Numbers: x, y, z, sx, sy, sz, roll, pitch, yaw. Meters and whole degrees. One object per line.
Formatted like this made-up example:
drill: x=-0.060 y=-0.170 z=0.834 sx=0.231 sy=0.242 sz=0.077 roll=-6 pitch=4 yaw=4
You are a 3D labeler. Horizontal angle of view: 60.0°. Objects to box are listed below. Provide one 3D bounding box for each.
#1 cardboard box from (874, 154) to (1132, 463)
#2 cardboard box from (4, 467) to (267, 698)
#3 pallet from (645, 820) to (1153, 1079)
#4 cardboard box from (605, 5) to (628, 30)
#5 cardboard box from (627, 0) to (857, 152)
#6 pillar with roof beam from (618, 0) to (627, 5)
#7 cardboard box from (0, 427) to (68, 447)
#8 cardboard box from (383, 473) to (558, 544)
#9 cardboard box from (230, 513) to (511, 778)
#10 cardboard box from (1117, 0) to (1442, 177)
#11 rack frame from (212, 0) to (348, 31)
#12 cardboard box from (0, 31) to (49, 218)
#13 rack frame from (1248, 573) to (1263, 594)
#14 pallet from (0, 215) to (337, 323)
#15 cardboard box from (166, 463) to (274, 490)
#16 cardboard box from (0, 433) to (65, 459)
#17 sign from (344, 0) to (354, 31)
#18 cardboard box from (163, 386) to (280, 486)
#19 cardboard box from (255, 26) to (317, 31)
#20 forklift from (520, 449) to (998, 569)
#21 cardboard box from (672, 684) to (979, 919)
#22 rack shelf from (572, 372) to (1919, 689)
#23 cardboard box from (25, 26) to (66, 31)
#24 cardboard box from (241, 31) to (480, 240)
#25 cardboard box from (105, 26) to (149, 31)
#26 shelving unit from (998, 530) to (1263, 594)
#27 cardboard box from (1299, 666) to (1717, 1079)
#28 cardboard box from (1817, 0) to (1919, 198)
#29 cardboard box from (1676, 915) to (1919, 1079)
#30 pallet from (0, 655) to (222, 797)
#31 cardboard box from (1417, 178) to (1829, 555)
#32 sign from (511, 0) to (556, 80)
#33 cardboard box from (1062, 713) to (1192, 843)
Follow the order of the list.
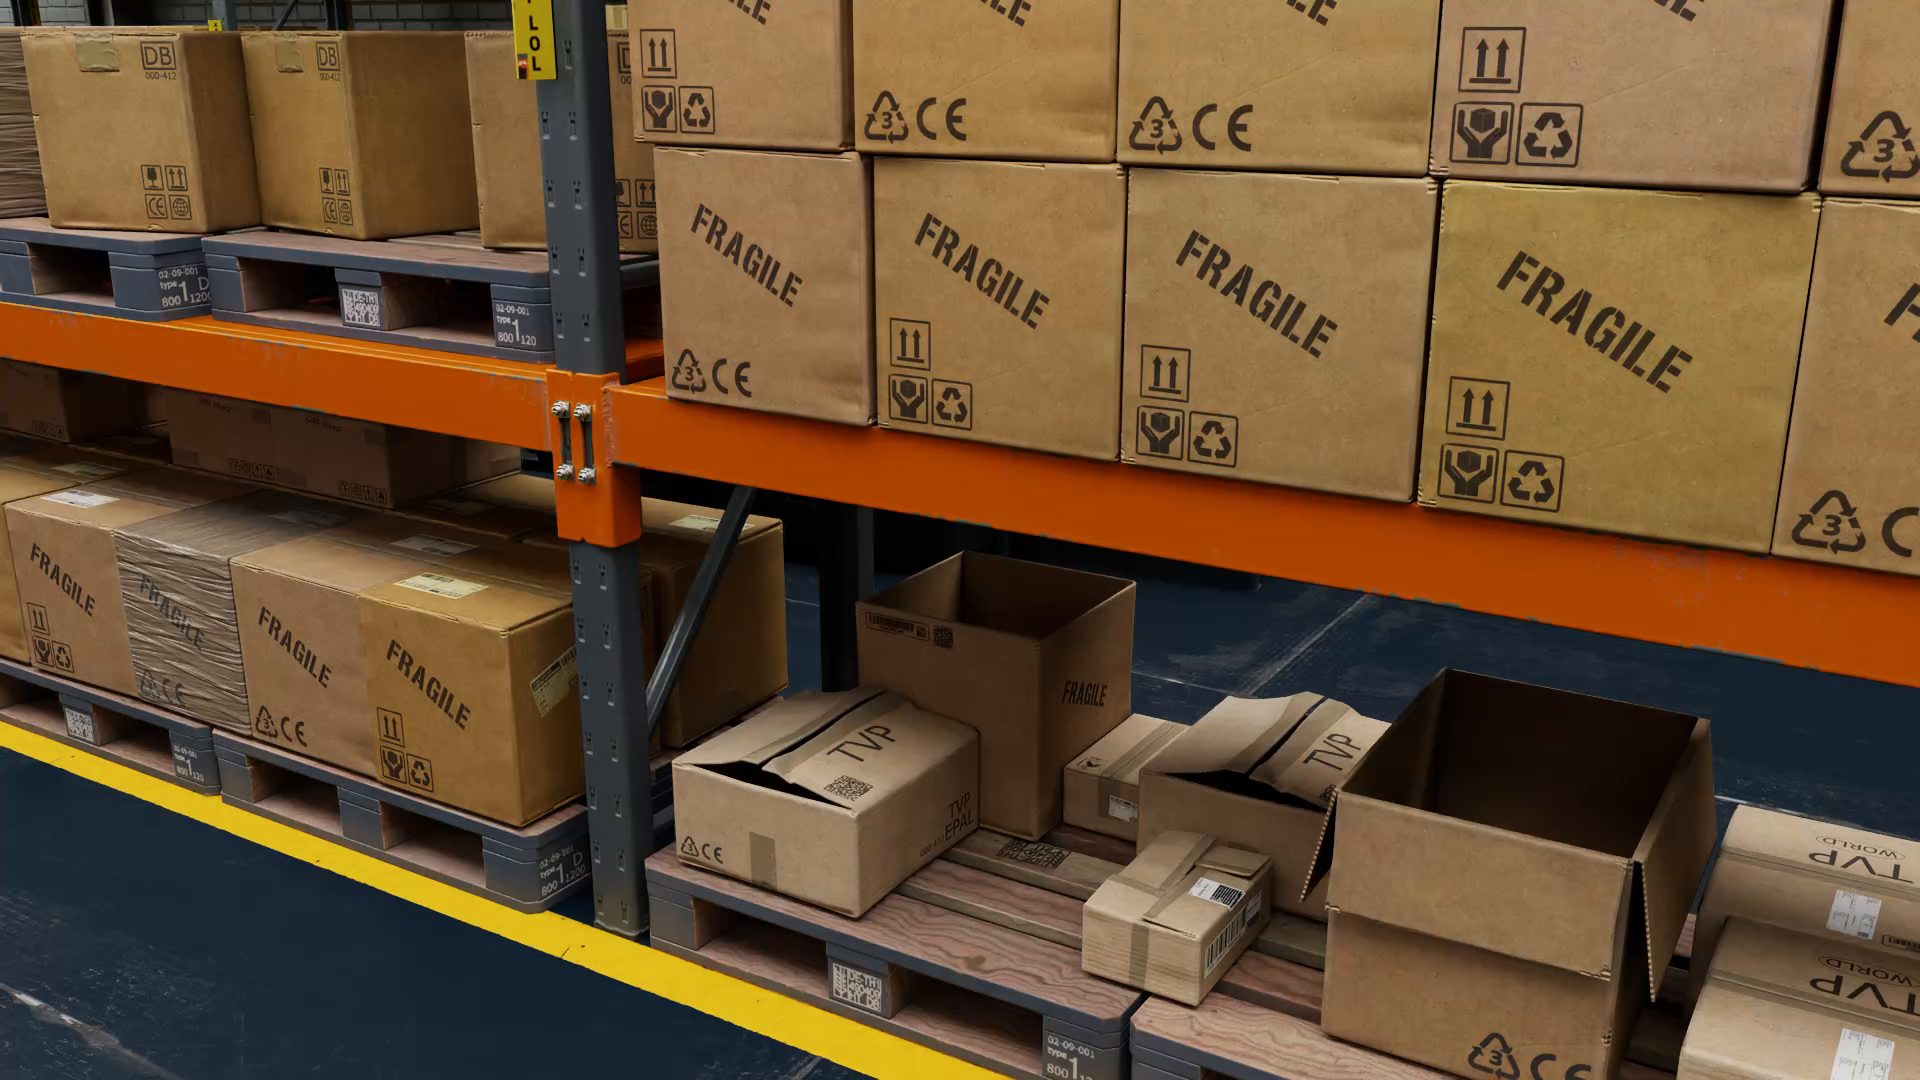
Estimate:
cardboard box: x=0.188 y=-0.468 z=3.089 sx=0.500 sy=0.500 sz=0.500 roll=11 pitch=20 yaw=31
cardboard box: x=-2.390 y=0.109 z=4.906 sx=0.500 sy=0.500 sz=0.500 roll=9 pitch=19 yaw=28
pallet: x=0.043 y=0.797 z=3.895 sx=1.213 sy=0.211 sz=1.003 roll=10 pitch=20 yaw=30
cardboard box: x=-1.952 y=-3.137 z=10.003 sx=0.250 sy=0.149 sz=0.380 roll=7 pitch=18 yaw=21
cardboard box: x=-0.287 y=-1.027 z=3.209 sx=0.500 sy=0.500 sz=0.500 roll=11 pitch=20 yaw=31
pillar with roof beam: x=-4.269 y=-4.694 z=6.853 sx=0.400 sy=9.000 sz=9.100 roll=10 pitch=20 yaw=30
cardboard box: x=-3.030 y=-0.181 z=5.860 sx=0.500 sy=0.500 sz=0.500 roll=11 pitch=20 yaw=32
cardboard box: x=-1.287 y=0.131 z=4.833 sx=0.500 sy=0.500 sz=0.500 roll=10 pitch=20 yaw=31
cardboard box: x=-1.529 y=0.262 z=4.402 sx=0.500 sy=0.500 sz=0.500 roll=10 pitch=20 yaw=30
cardboard box: x=0.590 y=-0.870 z=2.694 sx=0.500 sy=0.500 sz=0.500 roll=9 pitch=19 yaw=28
rack frame: x=-4.769 y=-3.087 z=11.881 sx=0.127 sy=3.000 sz=1.000 roll=10 pitch=20 yaw=30
cardboard box: x=-2.675 y=-1.245 z=4.925 sx=0.500 sy=0.500 sz=0.700 roll=15 pitch=22 yaw=40
rack frame: x=1.194 y=-0.405 z=6.279 sx=0.032 sy=1.125 sz=0.500 roll=7 pitch=18 yaw=23
pallet: x=-2.290 y=-0.864 z=4.895 sx=1.213 sy=0.211 sz=1.003 roll=10 pitch=20 yaw=30
cardboard box: x=-2.139 y=-0.024 z=5.343 sx=0.500 sy=0.500 sz=0.500 roll=9 pitch=19 yaw=28
cardboard box: x=-3.263 y=-0.047 z=5.418 sx=0.500 sy=0.500 sz=0.500 roll=9 pitch=19 yaw=28
sign: x=-4.482 y=-3.779 z=12.167 sx=0.005 sy=0.325 sz=0.100 roll=10 pitch=20 yaw=30
cardboard box: x=-2.106 y=-0.378 z=5.217 sx=0.500 sy=0.250 sz=0.500 roll=10 pitch=19 yaw=29
cardboard box: x=-5.060 y=-3.506 z=12.197 sx=0.500 sy=0.500 sz=0.500 roll=10 pitch=19 yaw=29
forklift: x=-1.173 y=-1.555 z=6.956 sx=3.031 sy=2.935 sz=1.130 roll=7 pitch=18 yaw=23
cardboard box: x=-0.297 y=0.551 z=3.775 sx=0.500 sy=0.311 sz=0.500 roll=10 pitch=20 yaw=30
rack shelf: x=1.163 y=0.006 z=2.938 sx=4.000 sy=0.370 sz=1.077 roll=10 pitch=20 yaw=30
cardboard box: x=-6.629 y=-3.611 z=12.542 sx=0.500 sy=0.500 sz=0.500 roll=11 pitch=20 yaw=32
cardboard box: x=-1.447 y=-1.107 z=4.471 sx=0.500 sy=0.500 sz=0.700 roll=14 pitch=22 yaw=39
cardboard box: x=-5.762 y=-3.453 z=12.021 sx=0.500 sy=0.500 sz=0.500 roll=10 pitch=20 yaw=30
shelving unit: x=0.730 y=-0.465 z=6.477 sx=1.048 sy=1.125 sz=0.538 roll=7 pitch=18 yaw=23
cardboard box: x=1.062 y=0.626 z=3.197 sx=0.637 sy=0.503 sz=0.797 roll=10 pitch=20 yaw=30
cardboard box: x=1.469 y=-0.714 z=2.178 sx=0.500 sy=0.500 sz=0.500 roll=11 pitch=20 yaw=32
cardboard box: x=1.481 y=0.898 z=2.739 sx=0.500 sy=0.250 sz=0.500 roll=10 pitch=20 yaw=30
pallet: x=-2.298 y=0.392 z=5.226 sx=1.213 sy=0.211 sz=1.003 roll=10 pitch=20 yaw=30
cardboard box: x=1.047 y=-0.314 z=2.583 sx=0.500 sy=0.500 sz=0.500 roll=10 pitch=19 yaw=29
sign: x=-0.829 y=-1.058 z=3.212 sx=0.005 sy=0.325 sz=0.100 roll=10 pitch=20 yaw=30
cardboard box: x=0.443 y=0.570 z=3.992 sx=0.250 sy=0.149 sz=0.380 roll=10 pitch=20 yaw=30
